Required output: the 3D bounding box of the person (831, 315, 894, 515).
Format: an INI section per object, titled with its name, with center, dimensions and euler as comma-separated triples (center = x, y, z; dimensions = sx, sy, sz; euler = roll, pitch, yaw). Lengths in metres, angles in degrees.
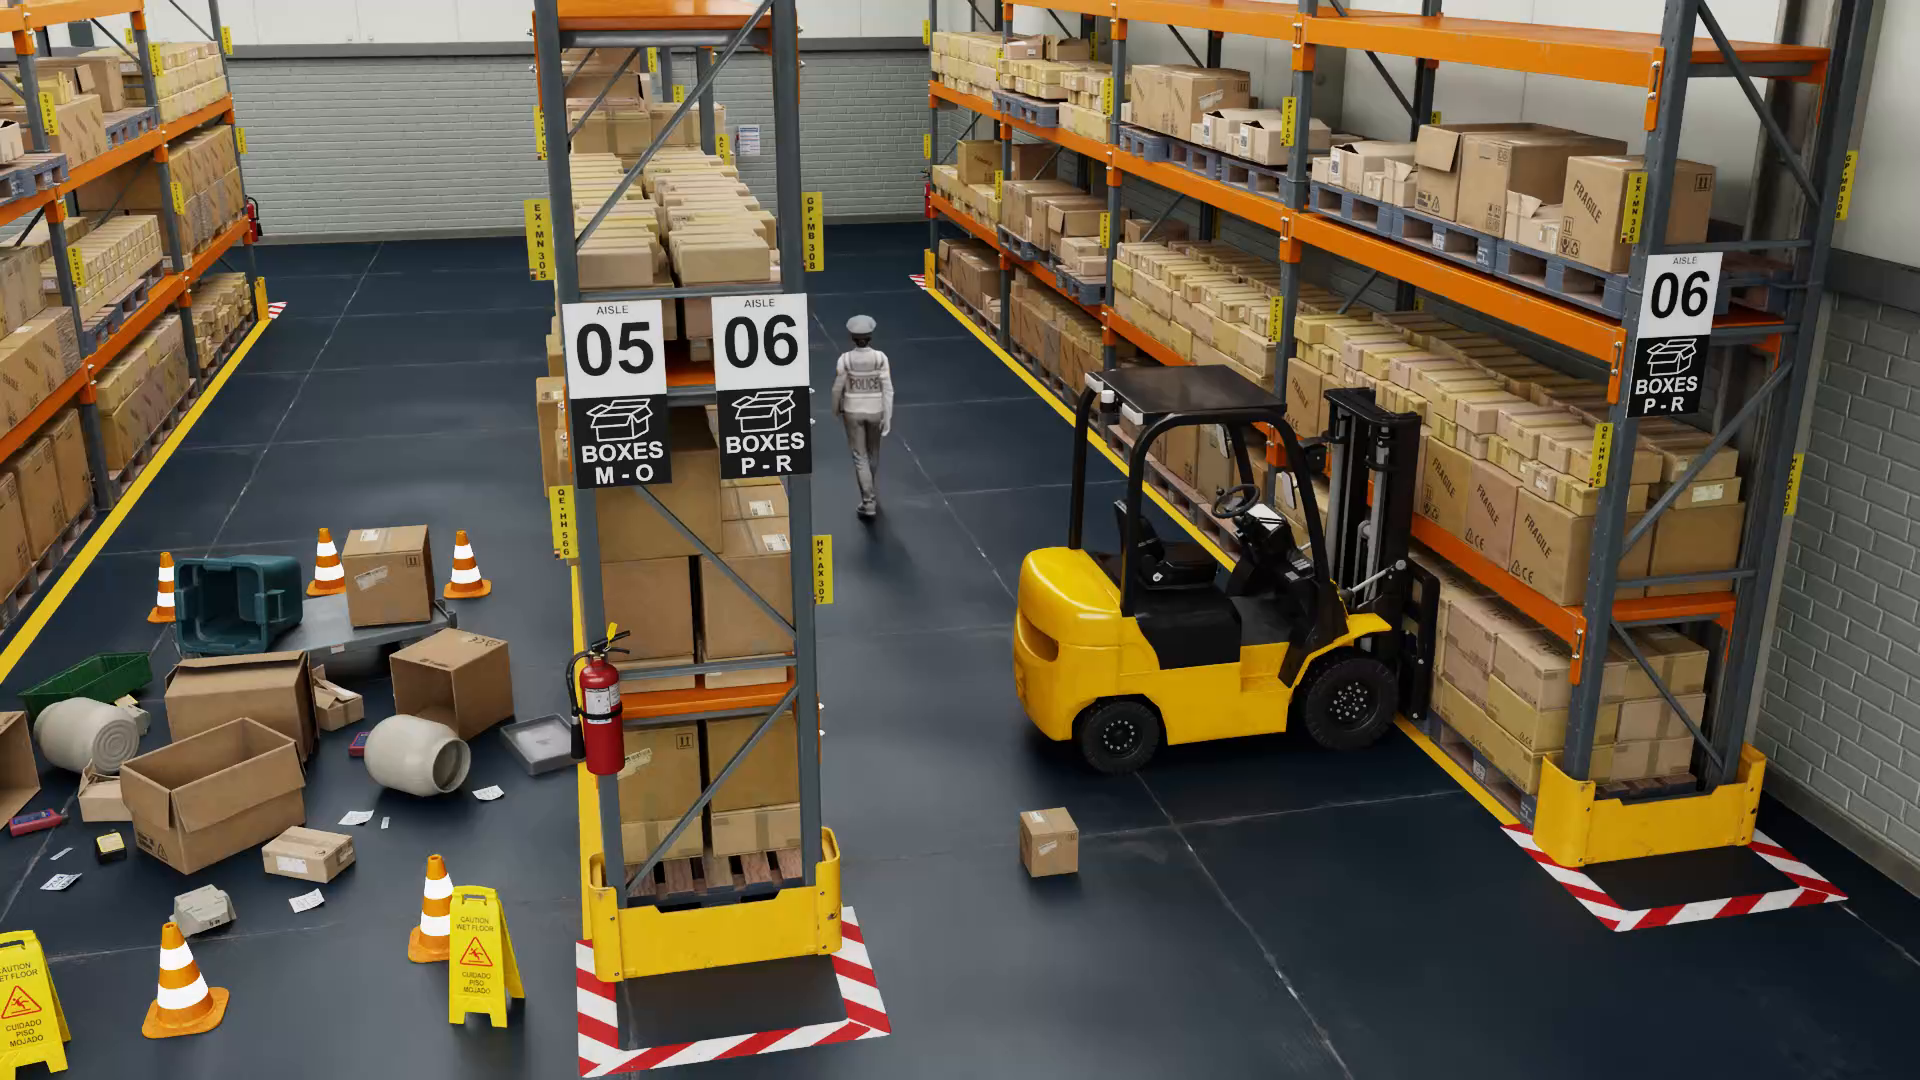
[person]
center = -0.847, -1.104, 14.059
dimensions = 0.498, 1.638, 0.961
euler = -5, 20, -15
